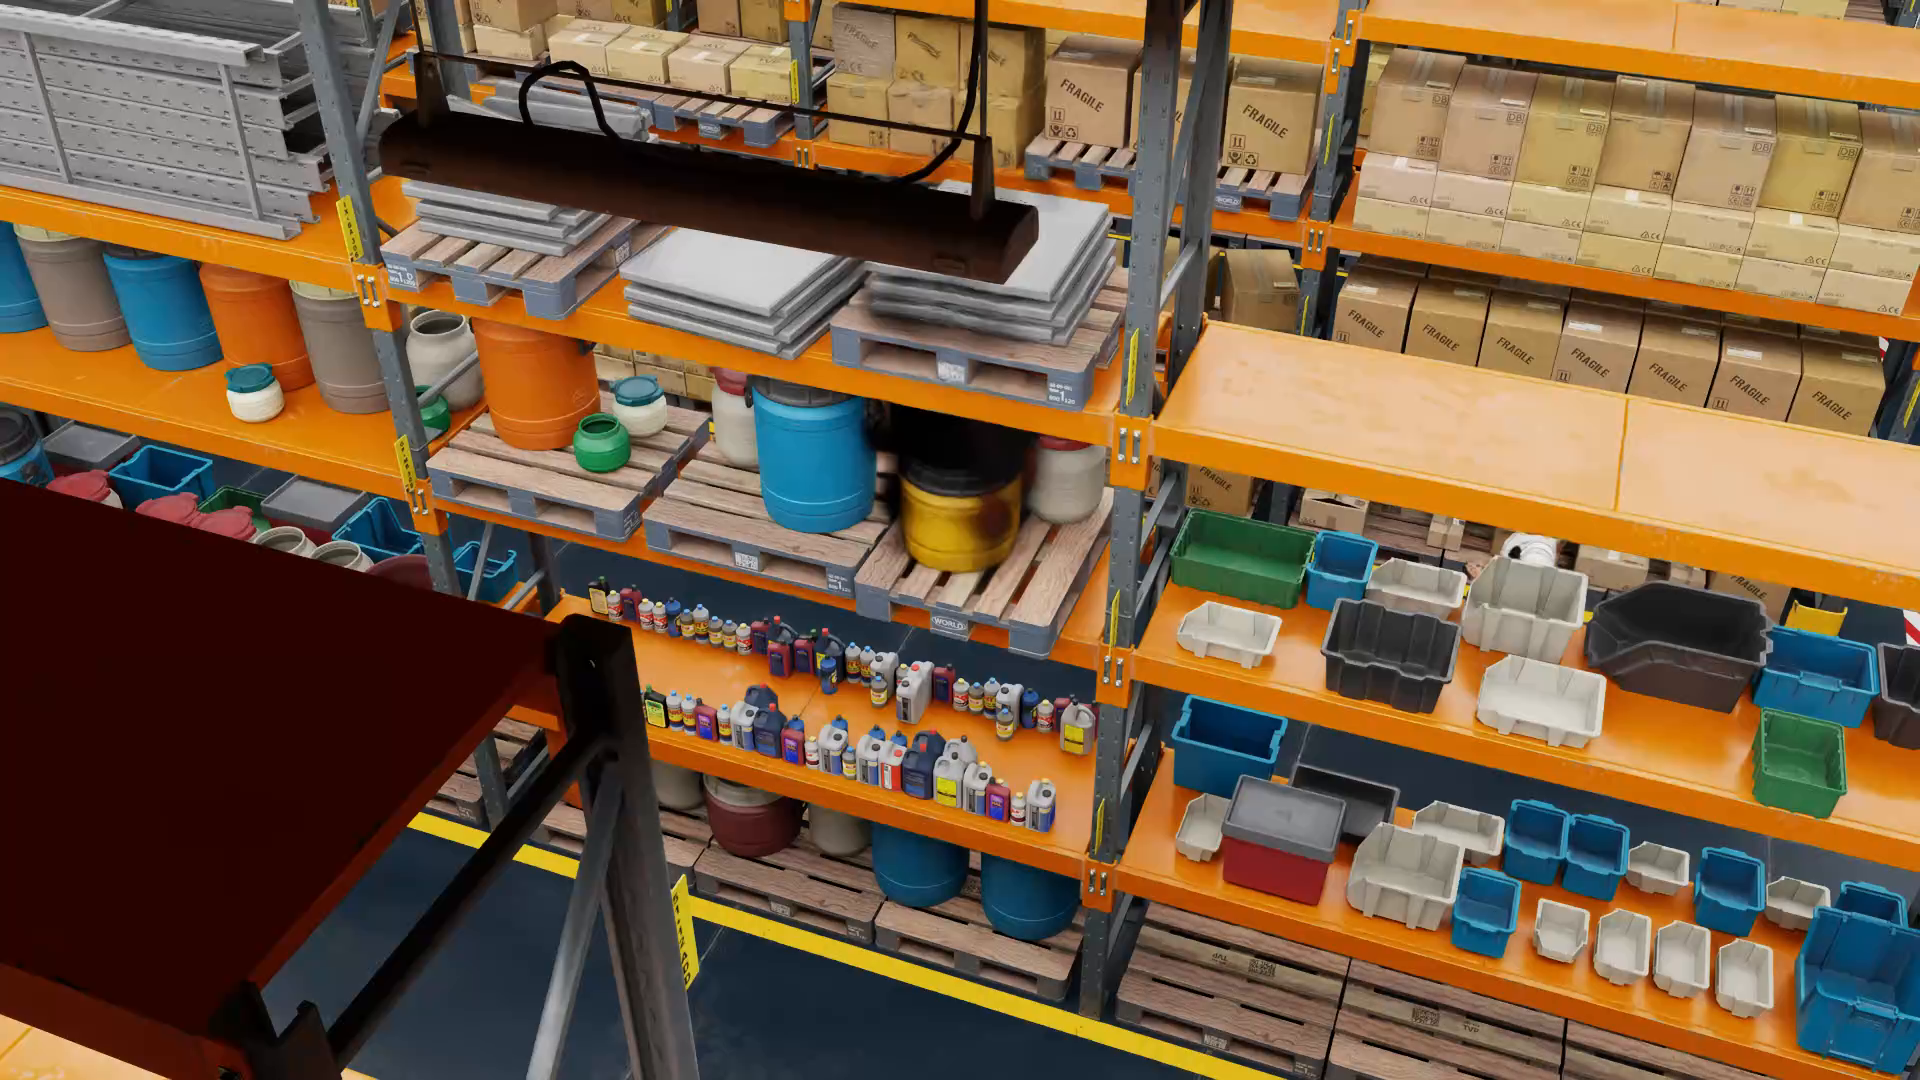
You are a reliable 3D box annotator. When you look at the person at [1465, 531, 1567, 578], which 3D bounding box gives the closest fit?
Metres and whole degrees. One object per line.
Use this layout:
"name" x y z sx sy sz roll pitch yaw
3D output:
"person" 3.692 0.422 11.099 0.726 1.805 0.638 5 37 7
